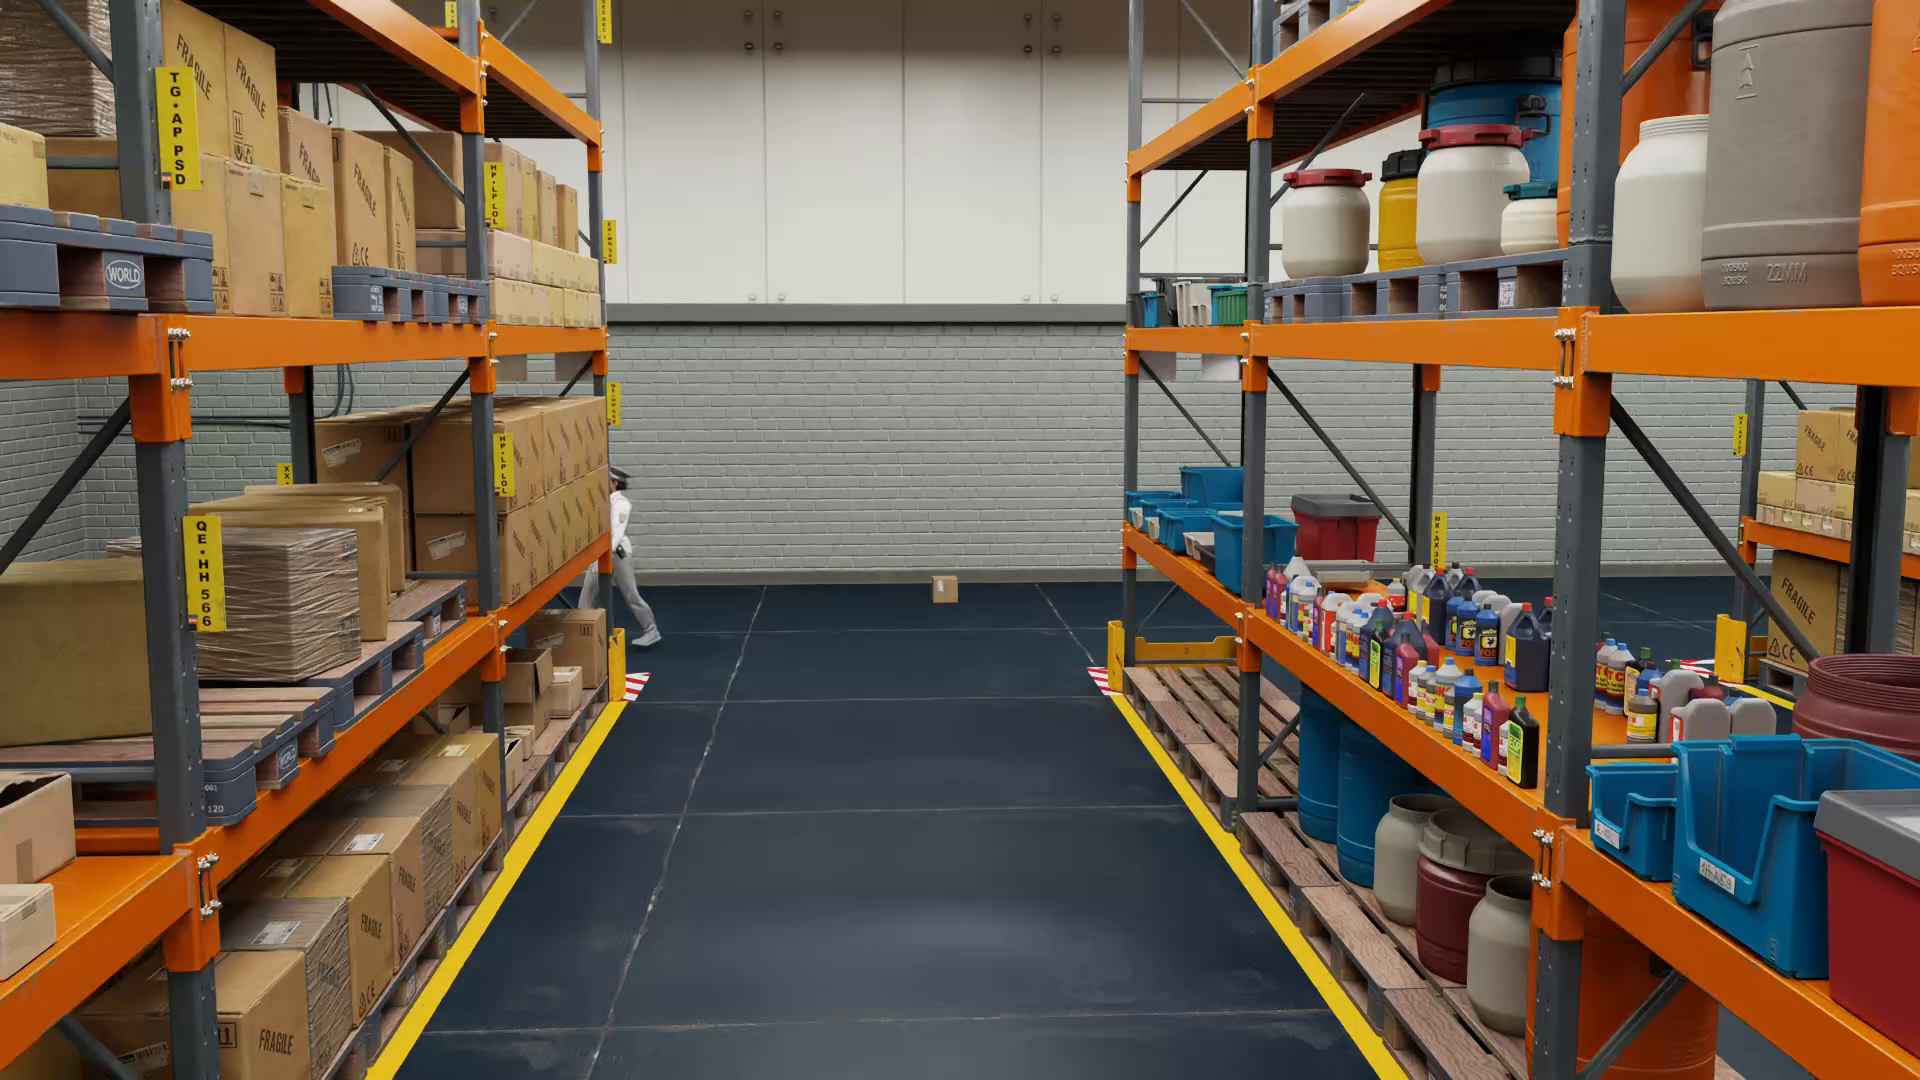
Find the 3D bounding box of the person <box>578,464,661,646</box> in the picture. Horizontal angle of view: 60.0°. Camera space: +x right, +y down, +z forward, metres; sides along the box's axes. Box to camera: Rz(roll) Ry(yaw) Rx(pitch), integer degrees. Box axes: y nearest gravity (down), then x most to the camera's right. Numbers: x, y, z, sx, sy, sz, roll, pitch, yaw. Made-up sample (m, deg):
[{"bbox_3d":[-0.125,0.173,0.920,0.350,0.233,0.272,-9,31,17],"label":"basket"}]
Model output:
[{"bbox_3d":[-3.054,0.148,14.342,0.980,1.631,0.480,-7,10,-43],"label":"person"}]
